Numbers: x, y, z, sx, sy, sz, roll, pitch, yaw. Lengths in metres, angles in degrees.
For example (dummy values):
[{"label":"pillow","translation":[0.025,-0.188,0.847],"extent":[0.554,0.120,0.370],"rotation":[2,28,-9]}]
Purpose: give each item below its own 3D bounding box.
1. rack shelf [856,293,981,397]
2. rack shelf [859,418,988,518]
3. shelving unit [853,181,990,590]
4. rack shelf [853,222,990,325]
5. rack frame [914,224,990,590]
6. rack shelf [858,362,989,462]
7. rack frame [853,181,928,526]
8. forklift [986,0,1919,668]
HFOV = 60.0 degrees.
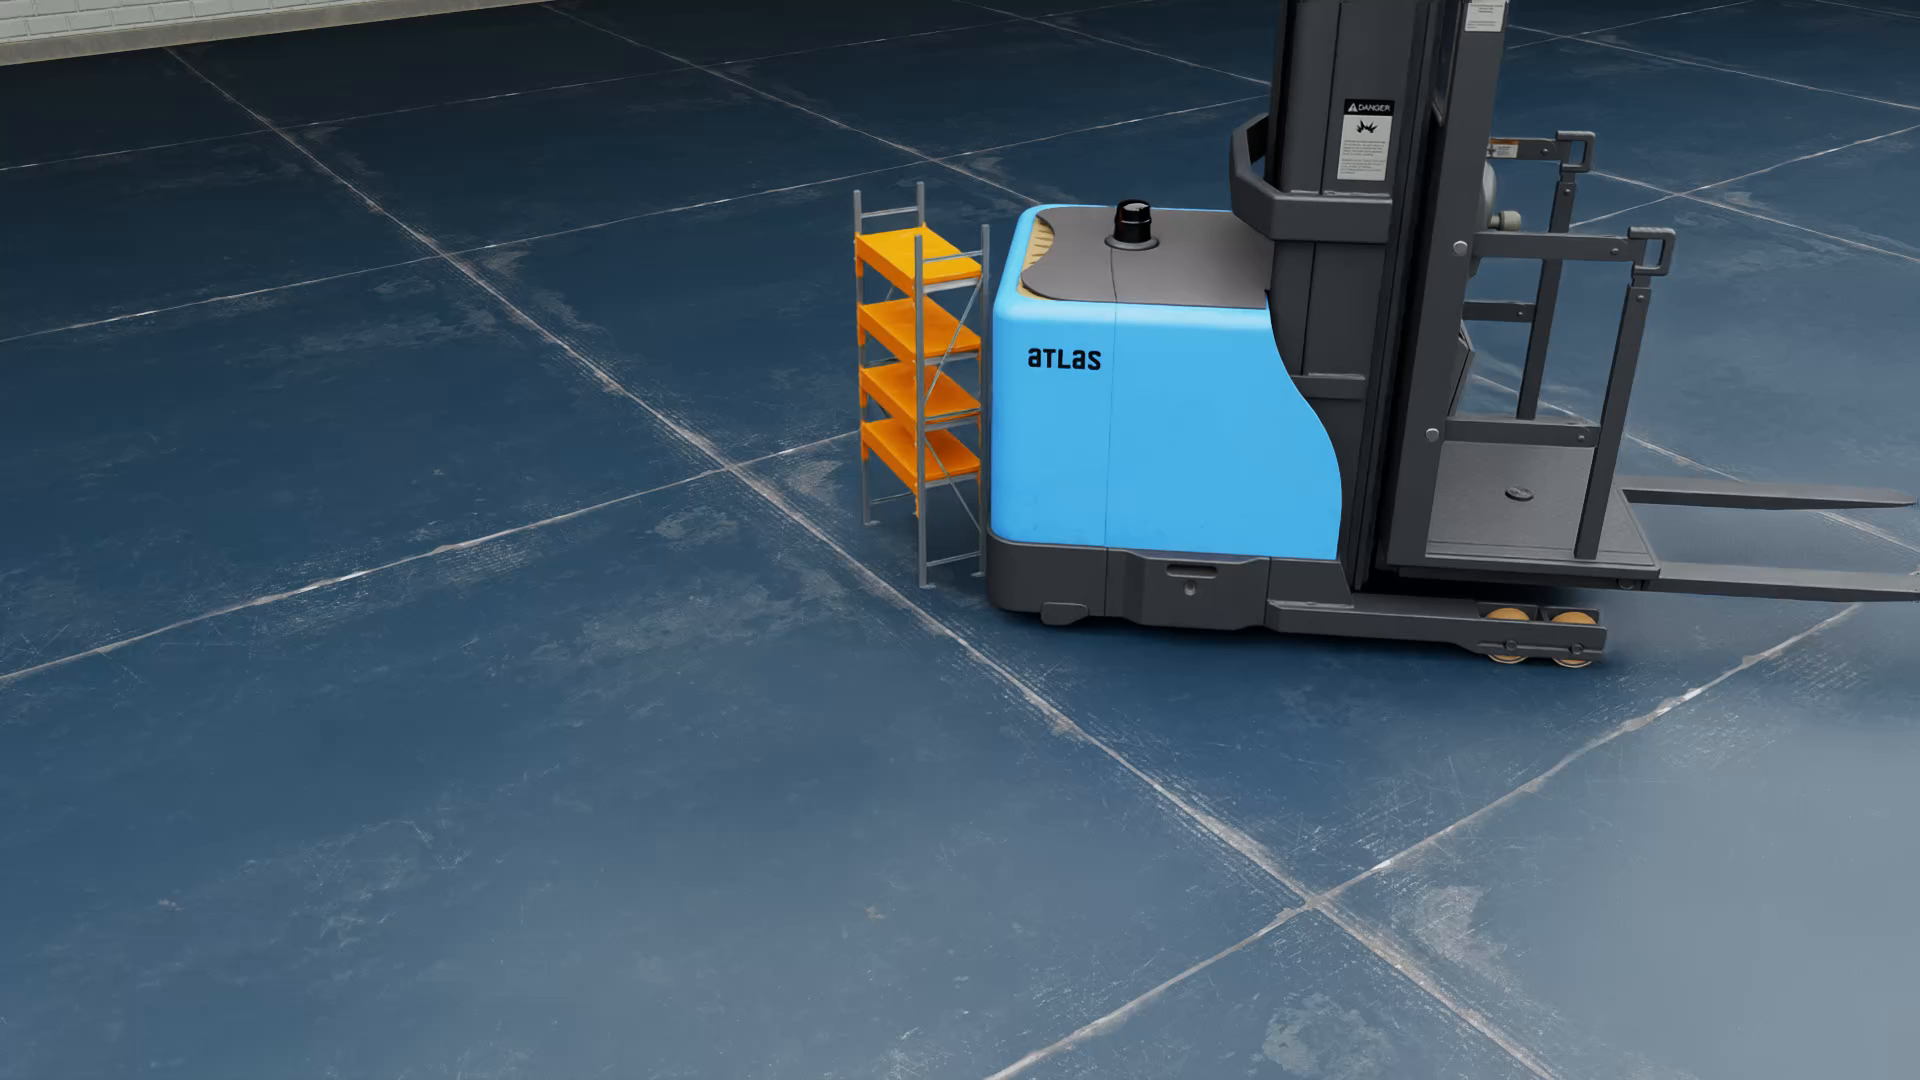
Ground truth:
[{"label":"rack shelf","translation":[-0.125,-0.635,5.334],"extent":[0.258,0.148,0.480],"rotation":[-12,31,-22]},{"label":"rack shelf","translation":[-0.125,-0.264,5.536],"extent":[0.258,0.148,0.480],"rotation":[-12,31,-22]},{"label":"shelving unit","translation":[-0.125,-0.498,5.409],"extent":[0.258,1.200,0.503],"rotation":[-12,31,-22]},{"label":"rack shelf","translation":[-0.125,-0.843,5.221],"extent":[0.258,0.148,0.480],"rotation":[-12,31,-22]},{"label":"rack frame","translation":[-0.023,-0.392,5.214],"extent":[0.240,1.200,0.015],"rotation":[-12,31,-22]},{"label":"rack shelf","translation":[-0.125,-0.438,5.441],"extent":[0.258,0.148,0.480],"rotation":[-12,31,-22]},{"label":"rack frame","translation":[-0.228,-0.603,5.603],"extent":[0.240,1.200,0.015],"rotation":[-12,31,-22]},{"label":"forklift","translation":[1.637,-1.171,4.834],"extent":[3.031,2.935,1.130],"rotation":[3,29,6]}]
